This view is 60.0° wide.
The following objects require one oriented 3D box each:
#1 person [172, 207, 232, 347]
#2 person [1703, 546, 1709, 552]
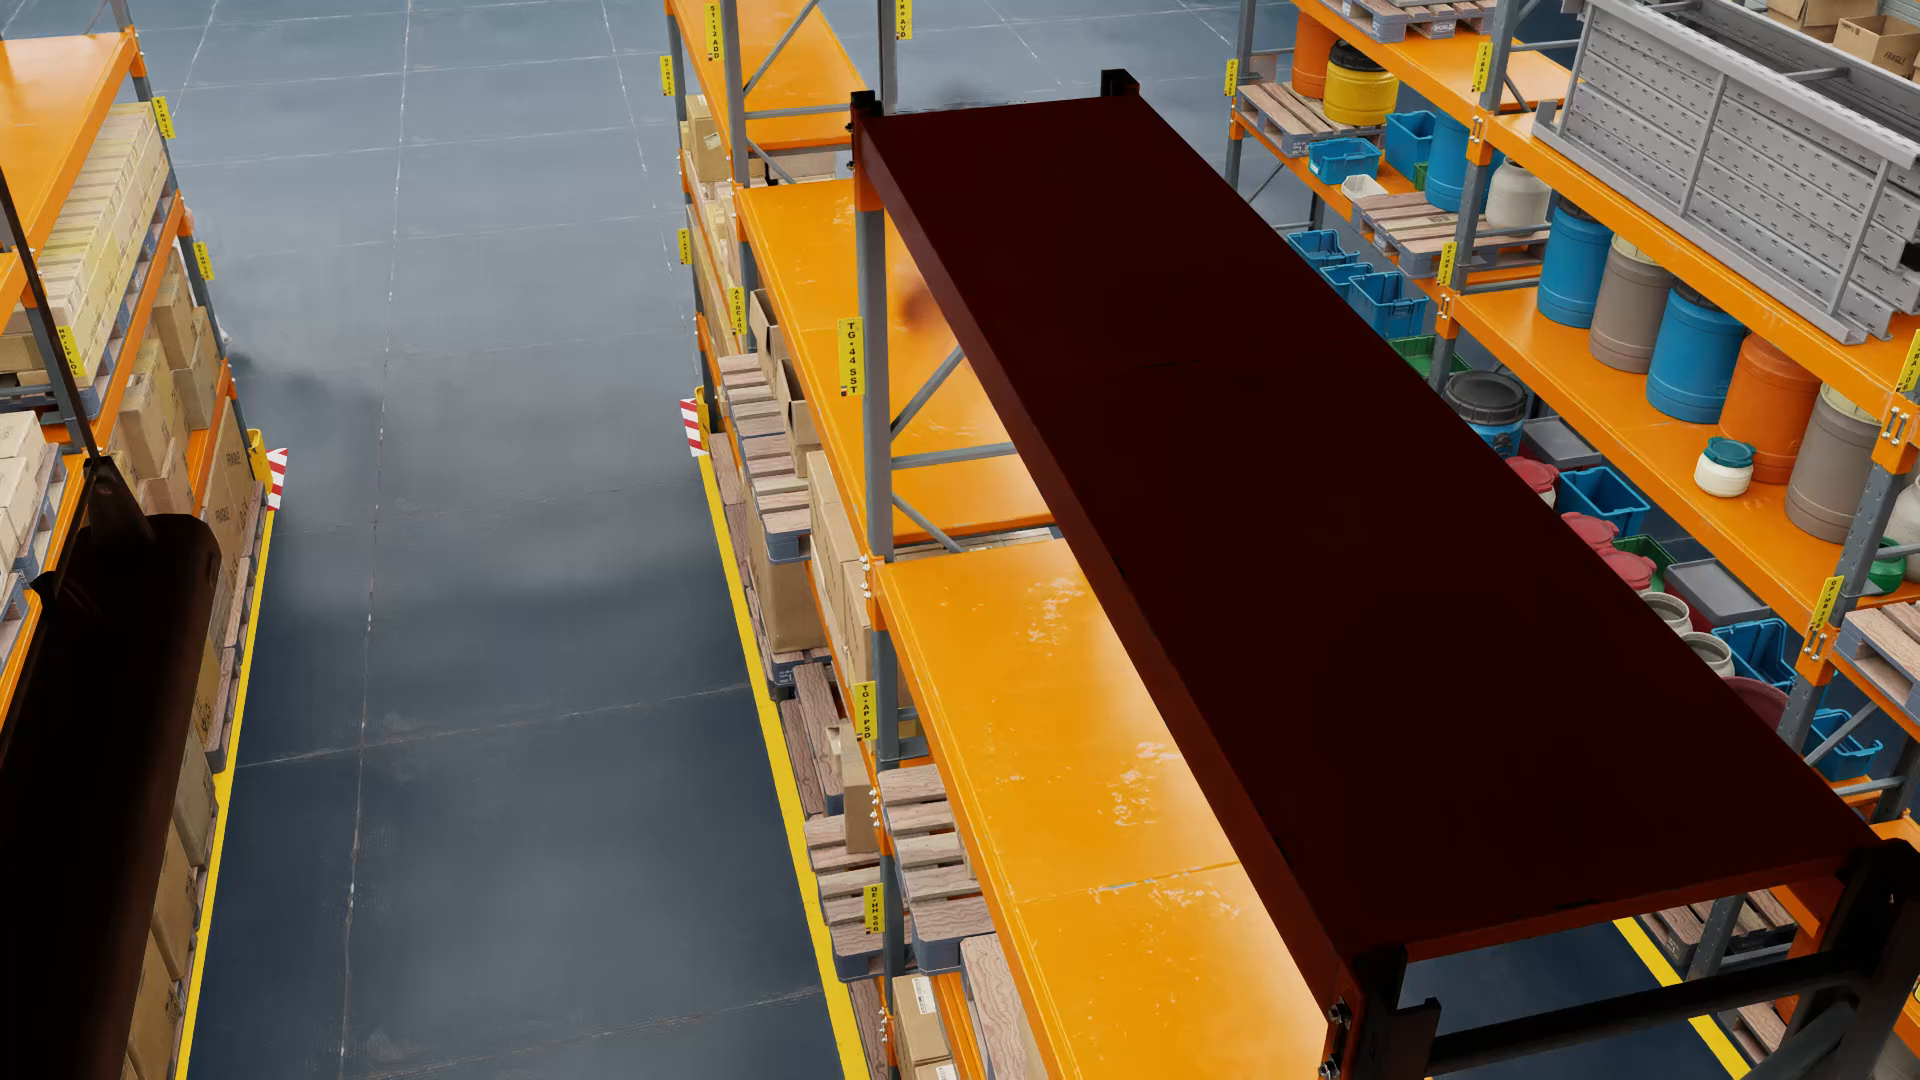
[{"bbox_3d":[-7.771,-2.651,16.516,1.051,1.731,0.707,16,38,22],"label":"person"},{"bbox_3d":[6.549,-0.424,13.145,0.733,1.781,1.104,-20,39,-27],"label":"person"}]
